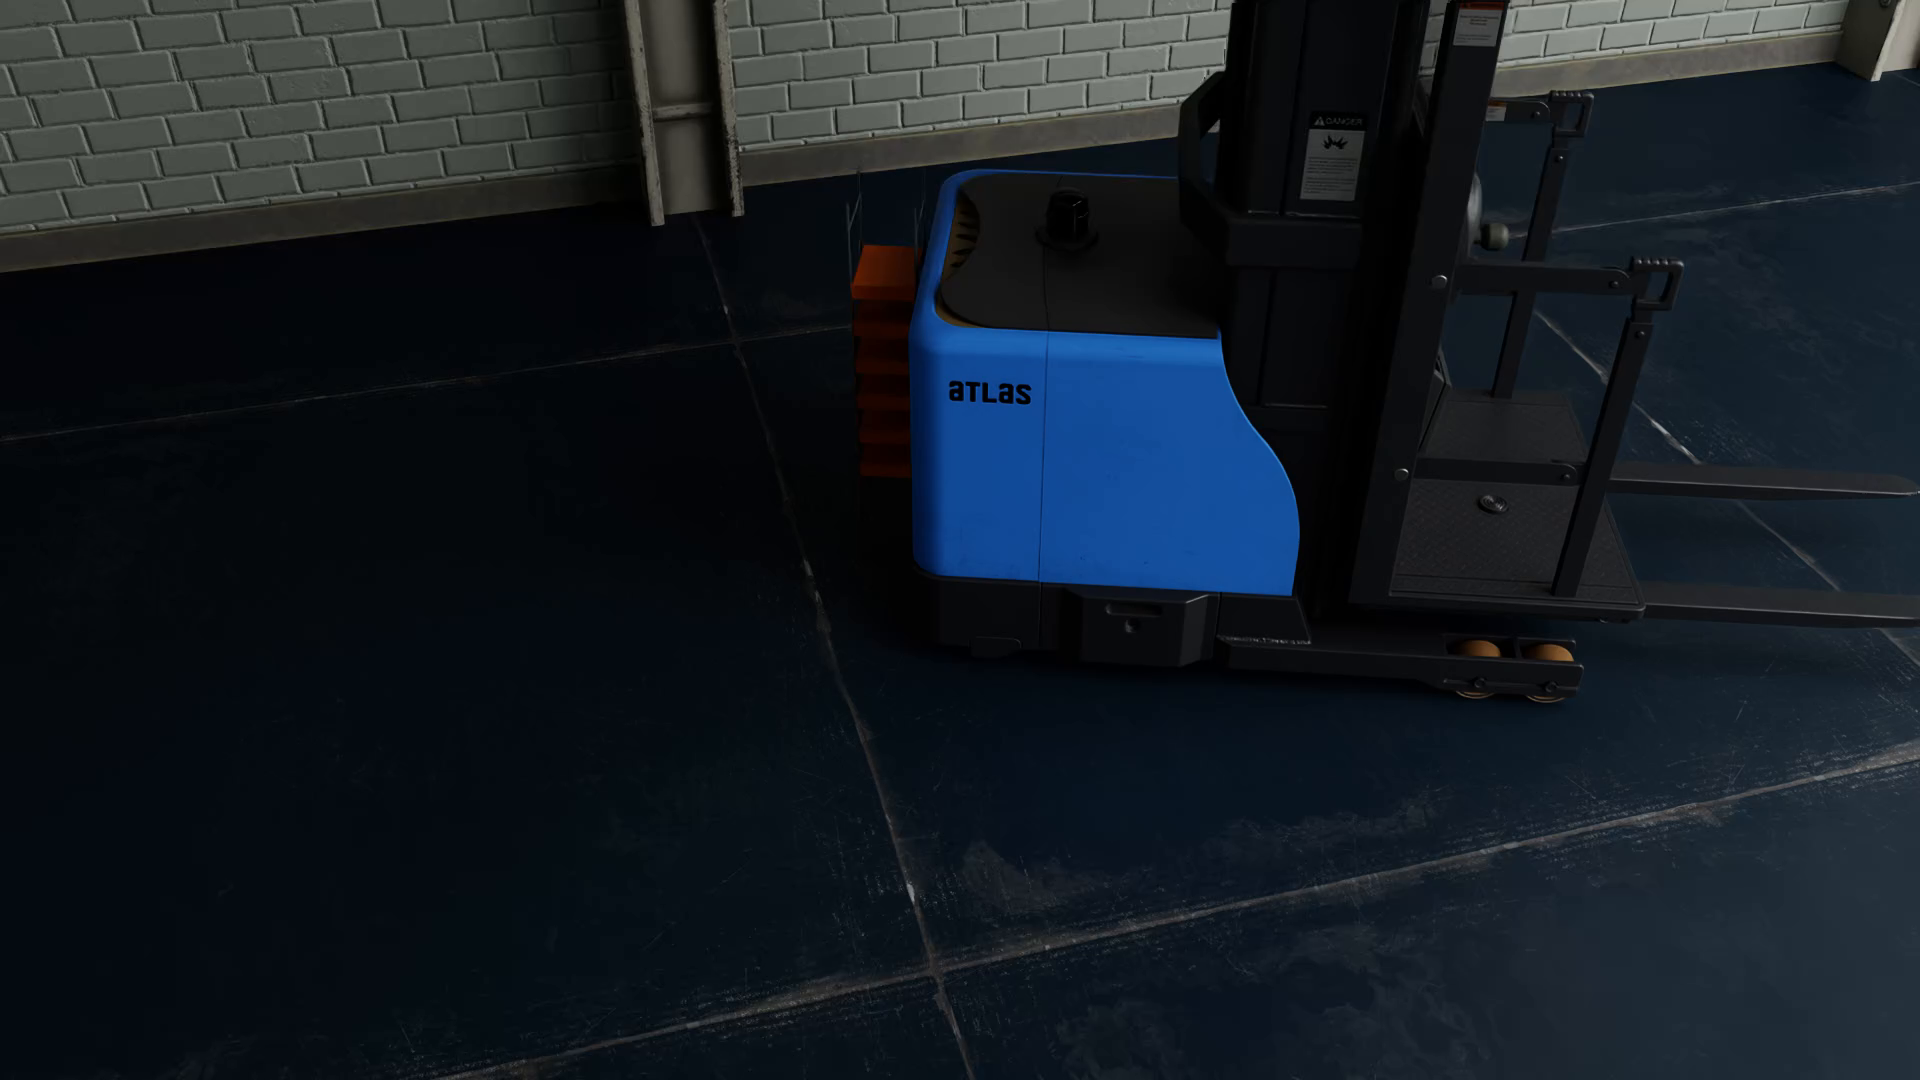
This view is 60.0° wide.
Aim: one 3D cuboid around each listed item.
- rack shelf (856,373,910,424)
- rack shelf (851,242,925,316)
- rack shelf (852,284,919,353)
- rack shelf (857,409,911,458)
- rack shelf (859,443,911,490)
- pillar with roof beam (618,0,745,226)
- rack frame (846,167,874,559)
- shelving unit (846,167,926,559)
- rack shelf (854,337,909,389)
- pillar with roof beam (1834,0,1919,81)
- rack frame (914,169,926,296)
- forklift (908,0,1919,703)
[{"bbox_3d":[-0.201,-0.451,4.925,0.180,0.103,0.258,3,38,4],"label":"rack shelf"},{"bbox_3d":[-0.201,-0.737,4.706,0.180,0.103,0.258,3,38,4],"label":"rack shelf"},{"bbox_3d":[-0.201,-0.641,4.779,0.180,0.103,0.258,3,38,4],"label":"rack shelf"},{"bbox_3d":[-0.201,-0.355,4.998,0.180,0.103,0.258,3,38,4],"label":"rack shelf"},{"bbox_3d":[-0.201,-0.260,5.071,0.180,0.103,0.258,3,38,4],"label":"rack shelf"},{"bbox_3d":[-0.023,-2.486,1.093,0.400,9.000,9.100,-9,38,-12],"label":"pillar with roof beam"},{"bbox_3d":[-0.292,-0.491,4.904,0.006,1.200,0.240,3,38,4],"label":"rack frame"},{"bbox_3d":[-0.201,-0.486,4.898,0.189,1.200,0.258,3,38,4],"label":"shelving unit"},{"bbox_3d":[-0.201,-0.546,4.852,0.180,0.103,0.258,3,38,4],"label":"rack shelf"},{"bbox_3d":[5.770,-3.436,2.336,0.400,9.000,9.100,-9,38,-12],"label":"pillar with roof beam"},{"bbox_3d":[-0.110,-0.481,4.891,0.006,1.200,0.240,3,38,4],"label":"rack frame"},{"bbox_3d":[1.402,-1.048,4.208,3.031,2.935,1.130,3,38,4],"label":"forklift"}]
